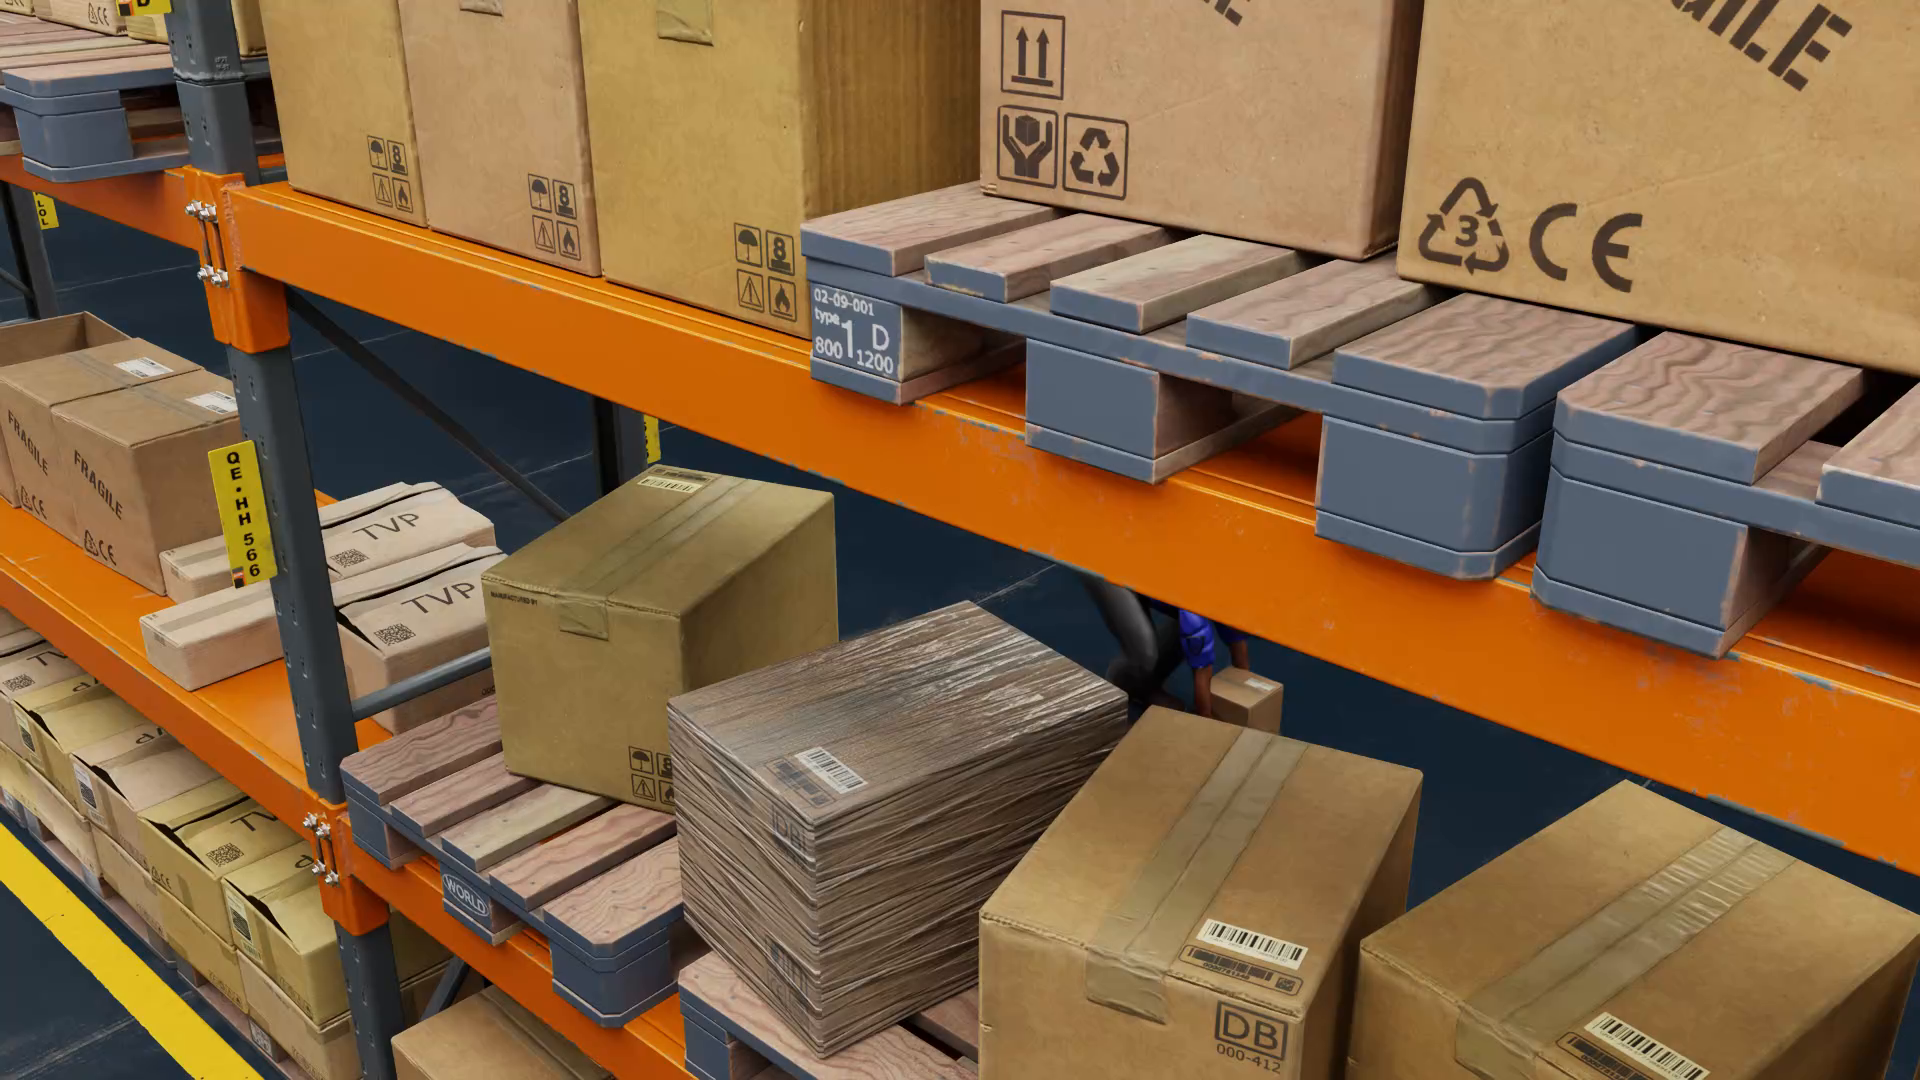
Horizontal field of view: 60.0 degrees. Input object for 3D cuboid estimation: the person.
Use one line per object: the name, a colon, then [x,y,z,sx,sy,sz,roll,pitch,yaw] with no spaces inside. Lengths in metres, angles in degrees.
person: [0.873,0.386,6.687,0.868,0.890,0.461,18,30,35]
